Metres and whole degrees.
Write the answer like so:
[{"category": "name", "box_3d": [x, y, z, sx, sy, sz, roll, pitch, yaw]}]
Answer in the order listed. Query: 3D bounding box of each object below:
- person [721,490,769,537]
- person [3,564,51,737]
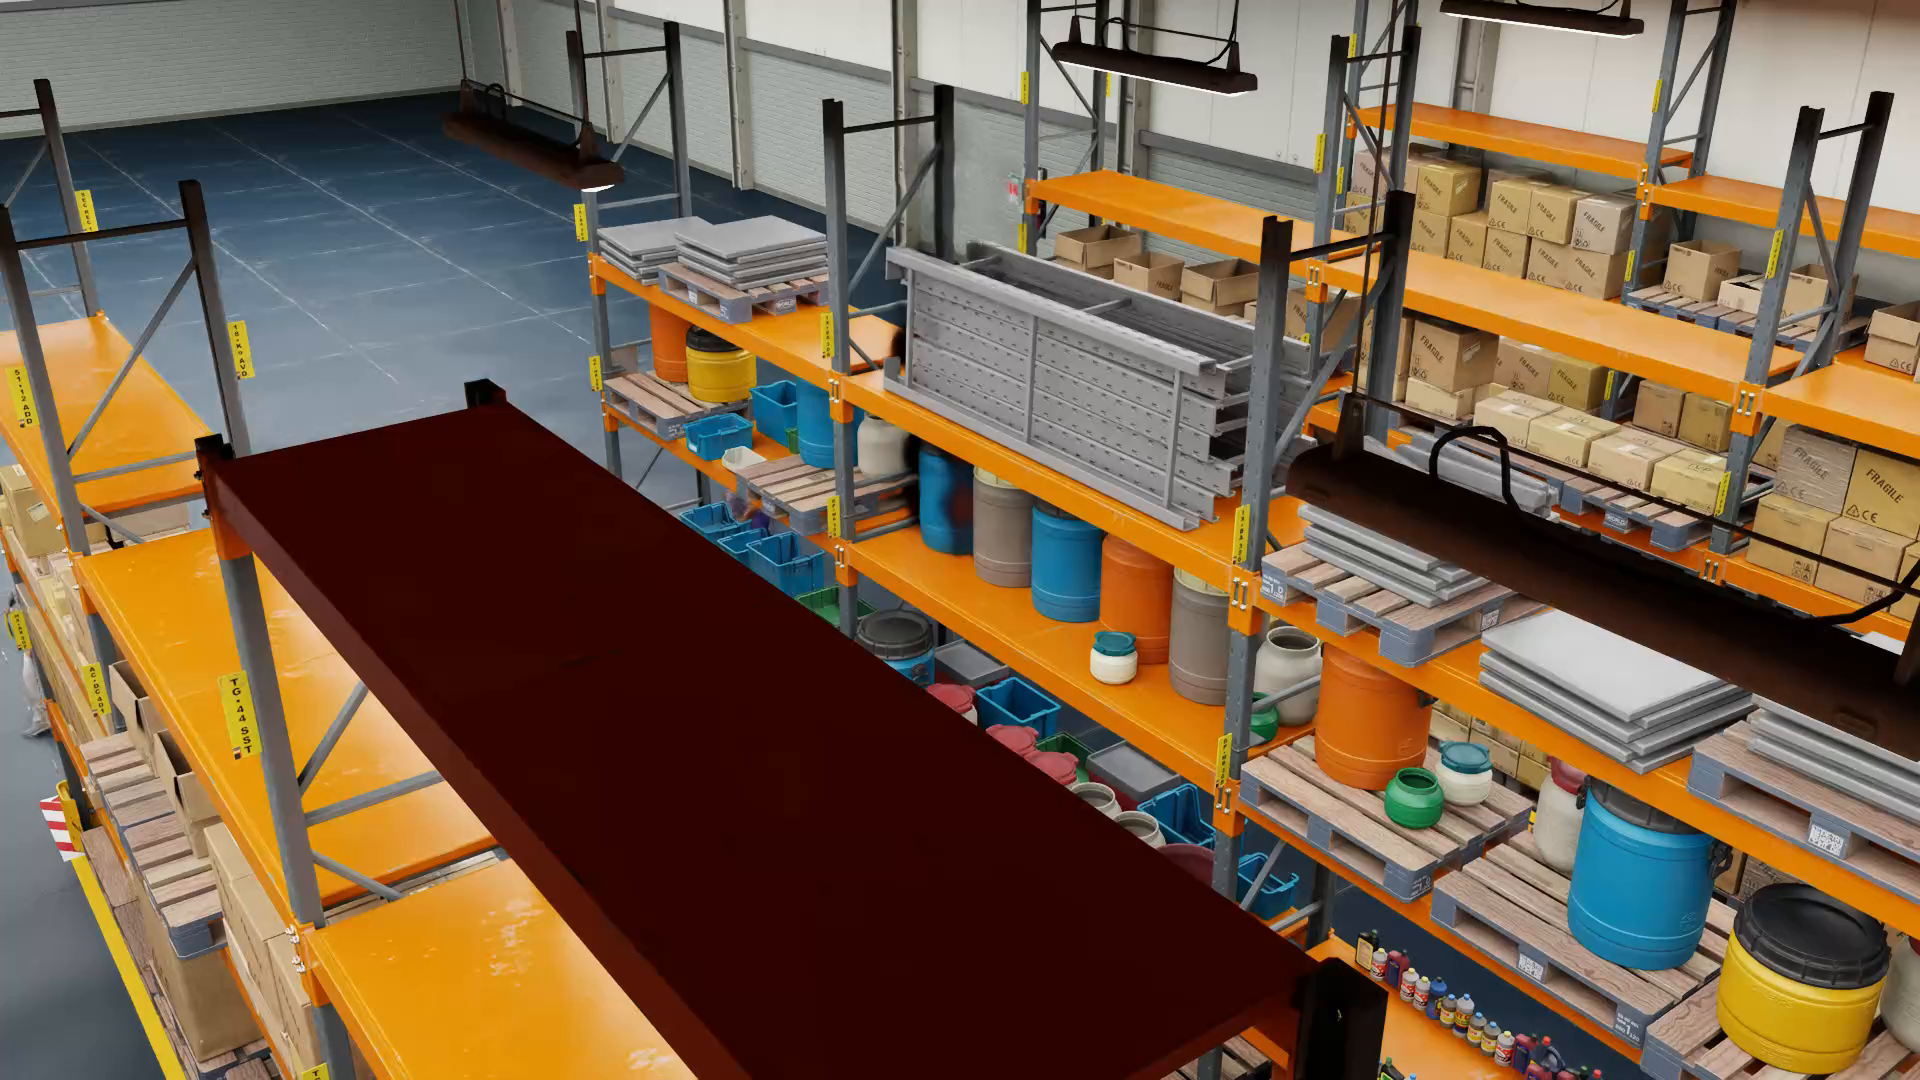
[{"category": "person", "box_3d": [-2.169, -0.109, 17.280, 0.849, 1.676, 0.613, 8, 26, 16]}, {"category": "person", "box_3d": [-8.141, 0.931, 14.880, 0.834, 1.840, 0.682, 1, 25, 2]}]
